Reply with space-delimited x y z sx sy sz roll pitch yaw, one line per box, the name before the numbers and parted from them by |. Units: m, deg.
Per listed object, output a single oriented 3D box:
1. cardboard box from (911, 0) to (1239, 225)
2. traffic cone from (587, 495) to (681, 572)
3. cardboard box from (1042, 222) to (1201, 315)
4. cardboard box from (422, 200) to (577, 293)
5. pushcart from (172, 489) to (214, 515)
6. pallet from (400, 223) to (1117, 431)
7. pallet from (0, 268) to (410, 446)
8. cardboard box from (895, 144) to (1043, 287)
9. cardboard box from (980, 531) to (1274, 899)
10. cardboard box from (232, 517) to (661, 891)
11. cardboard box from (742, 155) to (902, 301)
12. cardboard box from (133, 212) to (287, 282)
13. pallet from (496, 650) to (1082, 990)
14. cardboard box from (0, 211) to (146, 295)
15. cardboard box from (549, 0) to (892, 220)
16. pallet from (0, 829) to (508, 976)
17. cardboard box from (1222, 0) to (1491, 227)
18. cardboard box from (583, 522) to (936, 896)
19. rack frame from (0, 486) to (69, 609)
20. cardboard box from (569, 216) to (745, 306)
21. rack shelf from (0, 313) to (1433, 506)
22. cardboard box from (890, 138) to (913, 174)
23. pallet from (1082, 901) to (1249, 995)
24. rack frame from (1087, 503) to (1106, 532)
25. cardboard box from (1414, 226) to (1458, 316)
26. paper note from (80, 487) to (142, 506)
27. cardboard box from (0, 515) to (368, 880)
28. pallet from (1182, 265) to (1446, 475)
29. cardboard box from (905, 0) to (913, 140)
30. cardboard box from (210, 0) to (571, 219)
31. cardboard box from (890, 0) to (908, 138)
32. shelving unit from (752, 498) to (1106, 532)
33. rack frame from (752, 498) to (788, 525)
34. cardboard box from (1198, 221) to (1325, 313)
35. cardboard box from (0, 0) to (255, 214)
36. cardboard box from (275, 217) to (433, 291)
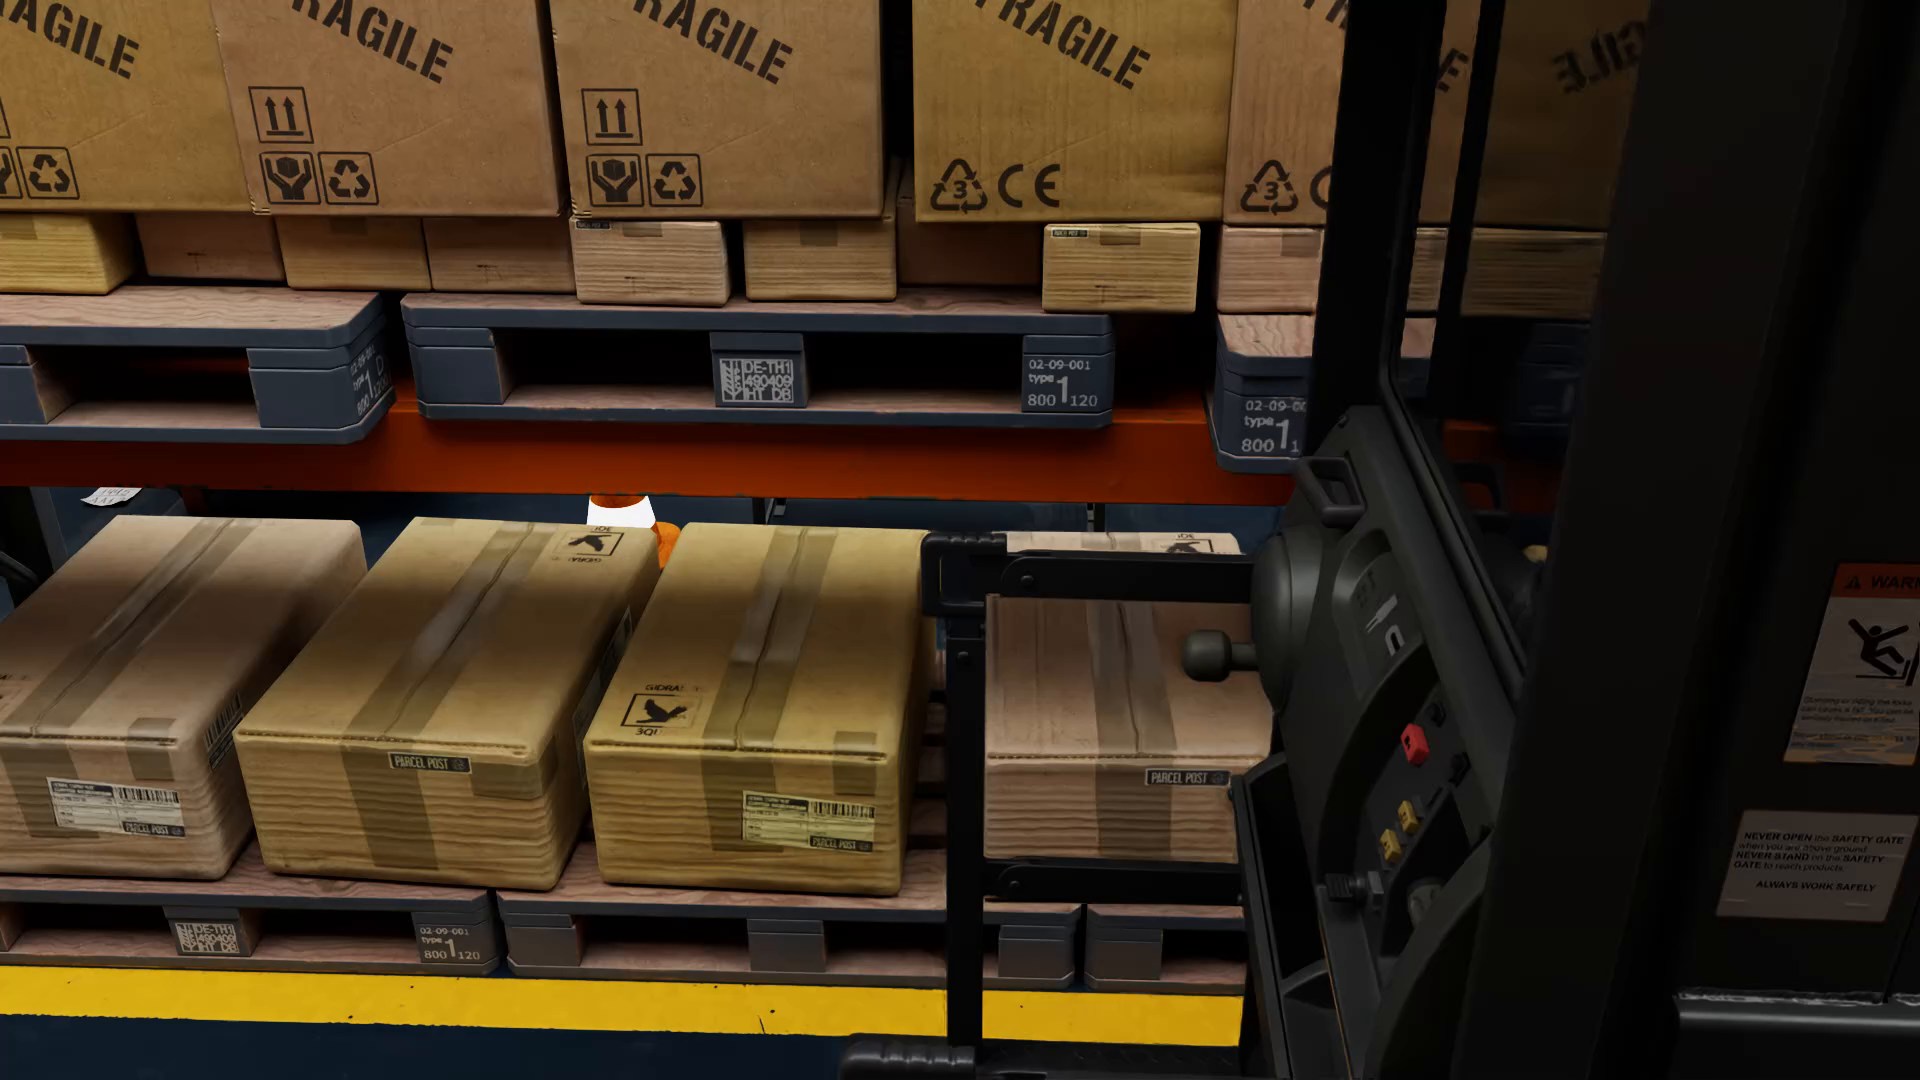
cardboard box | 0.170 -0.843 2.765 0.500 0.500 0.500 -1 28 -2
traffic cone | -1.053 -0.174 5.083 0.334 0.463 0.336 1 28 2
cardboard box | 0.269 -0.523 2.854 0.250 0.149 0.380 1 28 3
cardboard box | -0.763 -0.571 2.945 0.250 0.149 0.380 1 28 2
pushcart | -2.311 -0.569 5.921 0.936 0.377 1.648 -9 29 -16
pallet | -0.324 -0.522 3.238 1.213 0.211 1.003 1 28 2
pallet | -1.583 -0.494 3.184 1.213 0.211 1.003 1 28 2
cardboard box | 0.023 -0.586 2.973 0.250 0.149 0.380 1 28 2
cardboard box | 0.354 0.359 3.727 0.625 0.372 0.950 0 28 1
cardboard box | -1.099 0.334 3.775 0.625 0.372 0.950 3 28 5
cardboard box | -0.231 -0.552 2.908 0.250 0.149 0.380 0 28 0
cardboard box | -1.265 -0.600 2.999 0.250 0.149 0.380 3 28 5
pallet | -0.341 0.603 3.886 1.213 0.211 1.003 1 28 2
cardboard box | -1.551 -0.569 2.940 0.250 0.149 0.380 2 28 3
cardboard box | -0.375 -0.853 2.783 0.500 0.500 0.500 0 28 0
pallet | -1.563 0.585 3.922 1.213 0.211 1.003 1 28 2
cardboard box | 0.675 -0.836 2.751 0.500 0.500 0.500 1 28 1
cardboard box | -0.404 0.344 3.755 0.625 0.372 0.950 2 28 3
rack frame | -2.342 -0.660 3.292 0.127 3.000 1.000 1 28 2
cardboard box | -0.499 -0.543 2.891 0.250 0.149 0.380 2 28 4
rack shelf | -0.343 -0.309 3.398 4.000 0.370 1.077 1 28 2
cardboard box | -0.017 -0.775 3.329 0.250 0.149 0.380 2 28 4
pallet | 0.875 0.625 3.846 1.213 0.211 1.003 1 28 2
rack frame | 0.423 -0.656 4.886 0.032 1.500 0.500 1 28 2
cardboard box | 0.796 -0.517 2.843 0.250 0.149 0.380 1 28 1
paper note | -2.811 -0.155 5.510 0.142 0.019 0.148 1 28 2
cardboard box | -1.817 0.323 3.795 0.625 0.372 0.950 1 28 2
pallet | 0.940 -0.471 3.140 1.003 0.211 1.213 1 28 2
cardboard box | 0.162 -1.081 3.215 0.500 0.500 0.500 1 28 3
cardboard box | -0.889 -0.856 2.790 0.500 0.500 0.500 1 28 1
cardboard box | -0.337 -1.093 3.237 0.500 0.500 0.500 0 28 0
shelving unit | -0.085 -0.664 4.901 1.048 1.500 0.538 1 28 2
rack frame | -0.593 -0.672 4.917 0.032 1.500 0.500 1 28 2
cardboard box | 0.545 -0.525 2.858 0.250 0.149 0.380 0 28 -1
cardboard box | -1.382 -0.871 2.817 0.500 0.500 0.500 1 28 2
cardboard box | -1.010 -0.576 2.954 0.250 0.149 0.380 1 28 3
